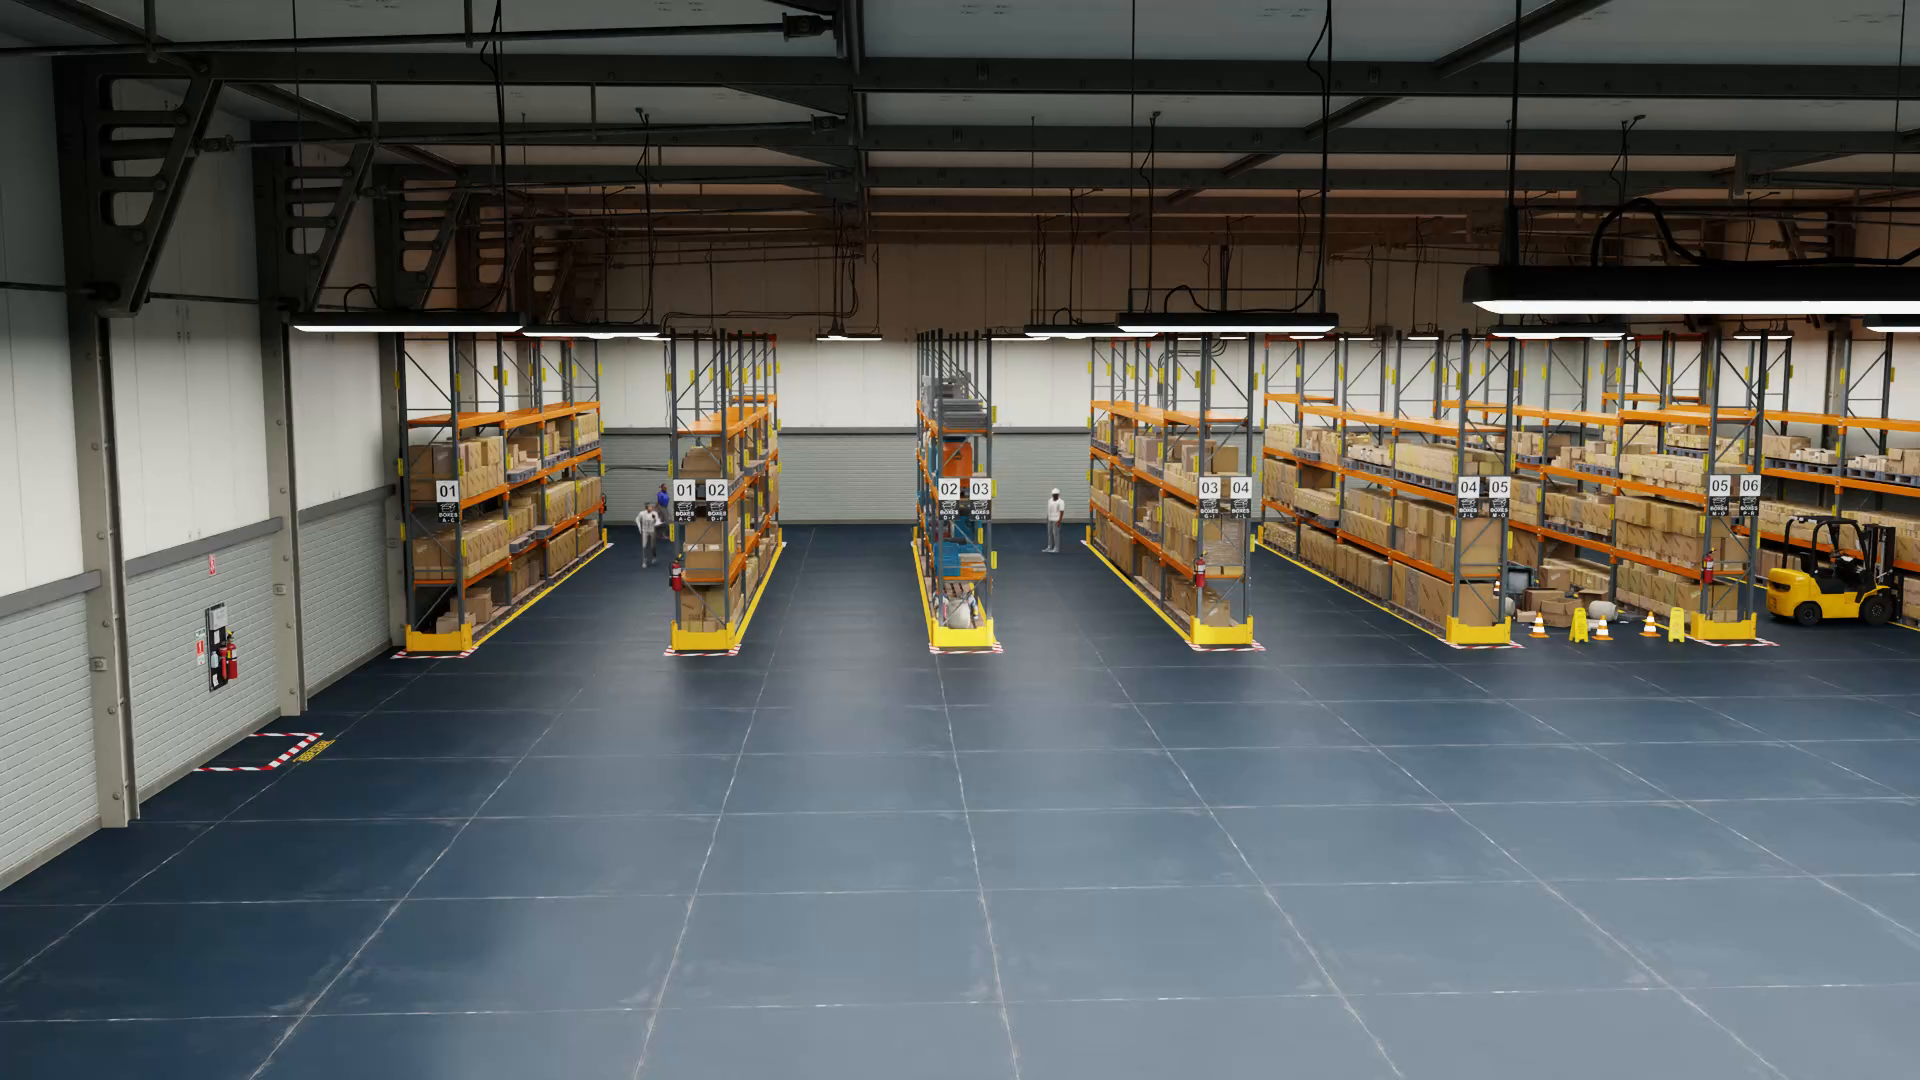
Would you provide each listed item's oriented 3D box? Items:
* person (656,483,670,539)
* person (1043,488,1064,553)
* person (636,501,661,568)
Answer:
[{"bbox_3d":[-8.715,-0.844,48.611,0.486,1.650,0.483,0,7,1],"label":"person"},{"bbox_3d":[2.575,-0.538,45.685,0.417,1.772,0.597,-4,8,-28],"label":"person"},{"bbox_3d":[-8.038,-0.154,42.909,0.652,1.720,0.805,0,7,0],"label":"person"}]
